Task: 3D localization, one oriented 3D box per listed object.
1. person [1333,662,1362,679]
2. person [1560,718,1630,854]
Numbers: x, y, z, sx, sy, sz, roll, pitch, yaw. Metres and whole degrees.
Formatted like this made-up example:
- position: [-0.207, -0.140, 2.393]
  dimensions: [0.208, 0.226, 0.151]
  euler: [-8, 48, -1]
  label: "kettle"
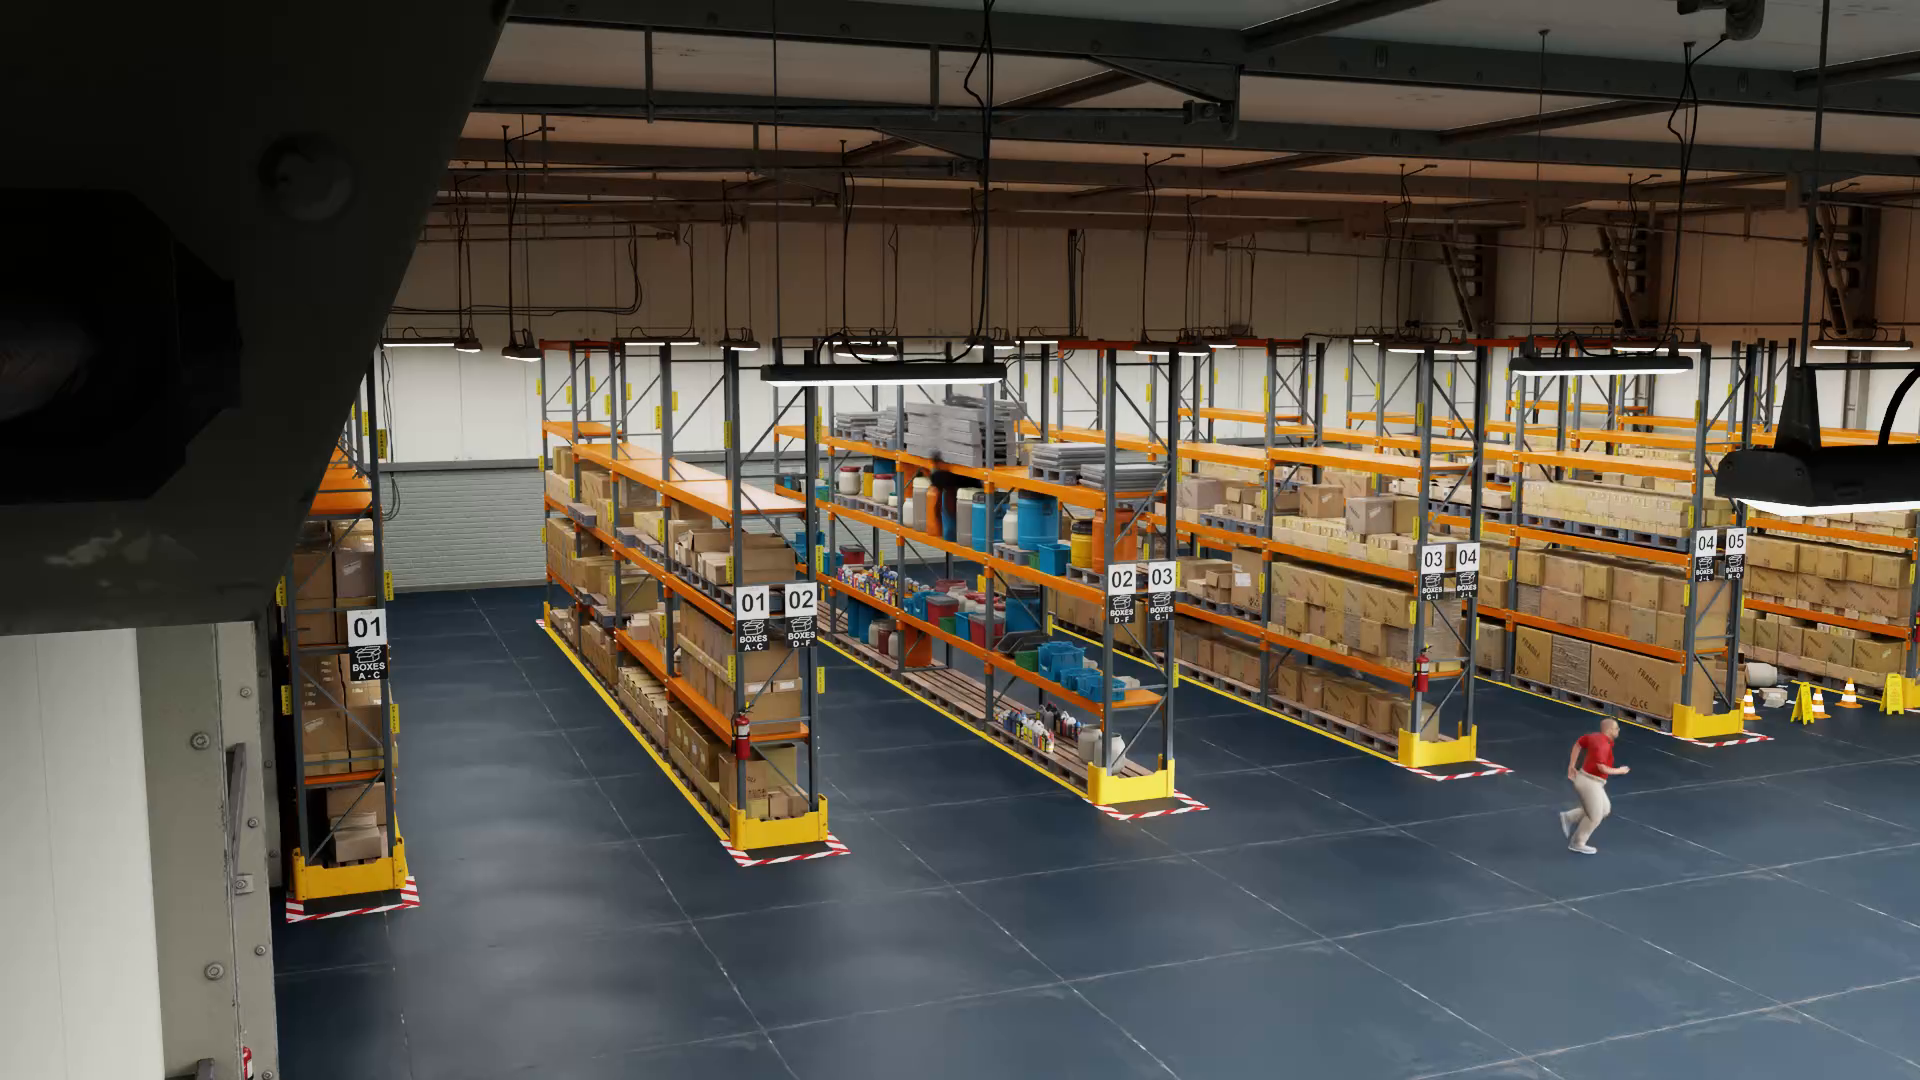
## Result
- position: [7.068, 1.608, 30.104]
  dimensions: [0.599, 1.686, 0.851]
  euler: [-4, 8, -28]
  label: "person"
- position: [7.598, 2.940, 19.892]
  dimensions: [0.746, 1.665, 0.647]
  euler: [2, 8, 14]
  label: "person"
